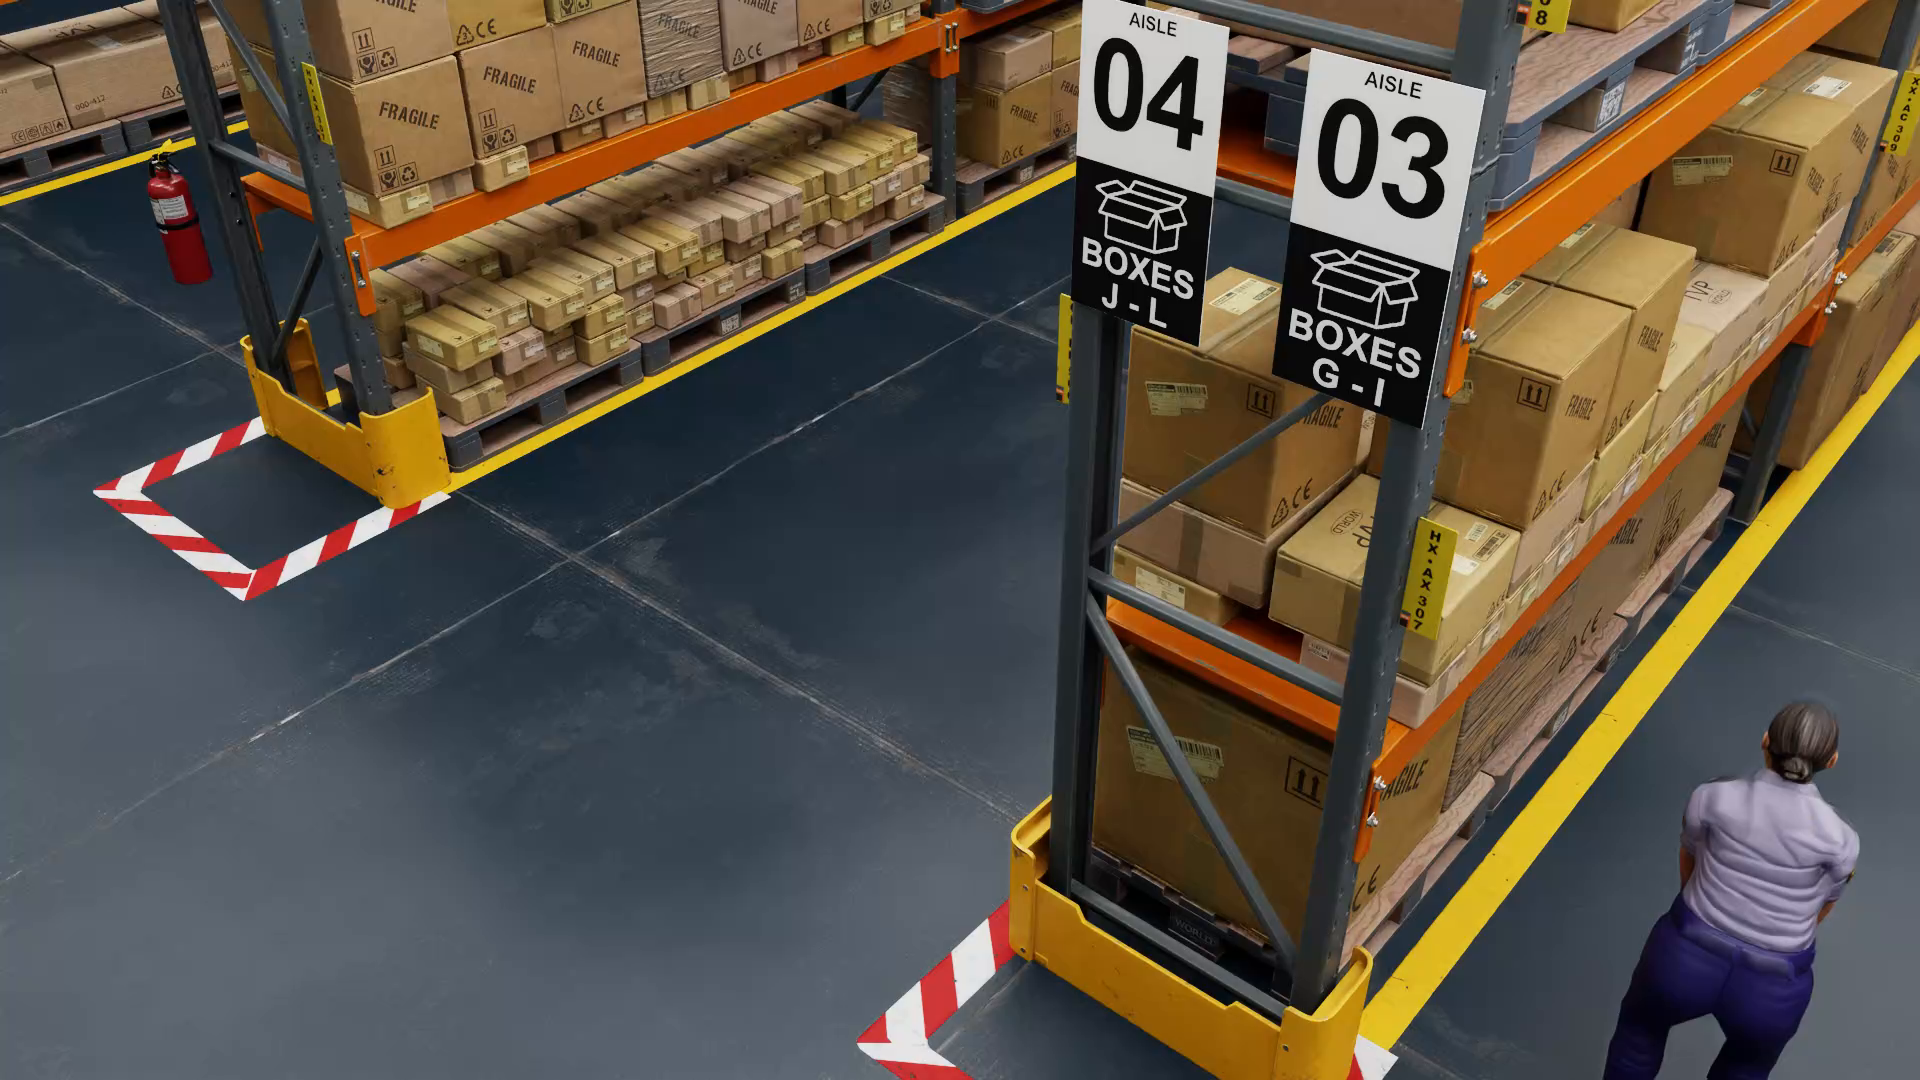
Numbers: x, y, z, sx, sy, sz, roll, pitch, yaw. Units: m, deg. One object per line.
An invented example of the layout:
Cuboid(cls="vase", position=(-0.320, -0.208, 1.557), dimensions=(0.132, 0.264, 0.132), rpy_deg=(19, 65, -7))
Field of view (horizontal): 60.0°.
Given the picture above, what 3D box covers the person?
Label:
Cuboid(cls="person", position=(2.125, 1.130, 4.598), dimensions=(0.437, 1.610, 0.569), rpy_deg=(19, 39, 25))
